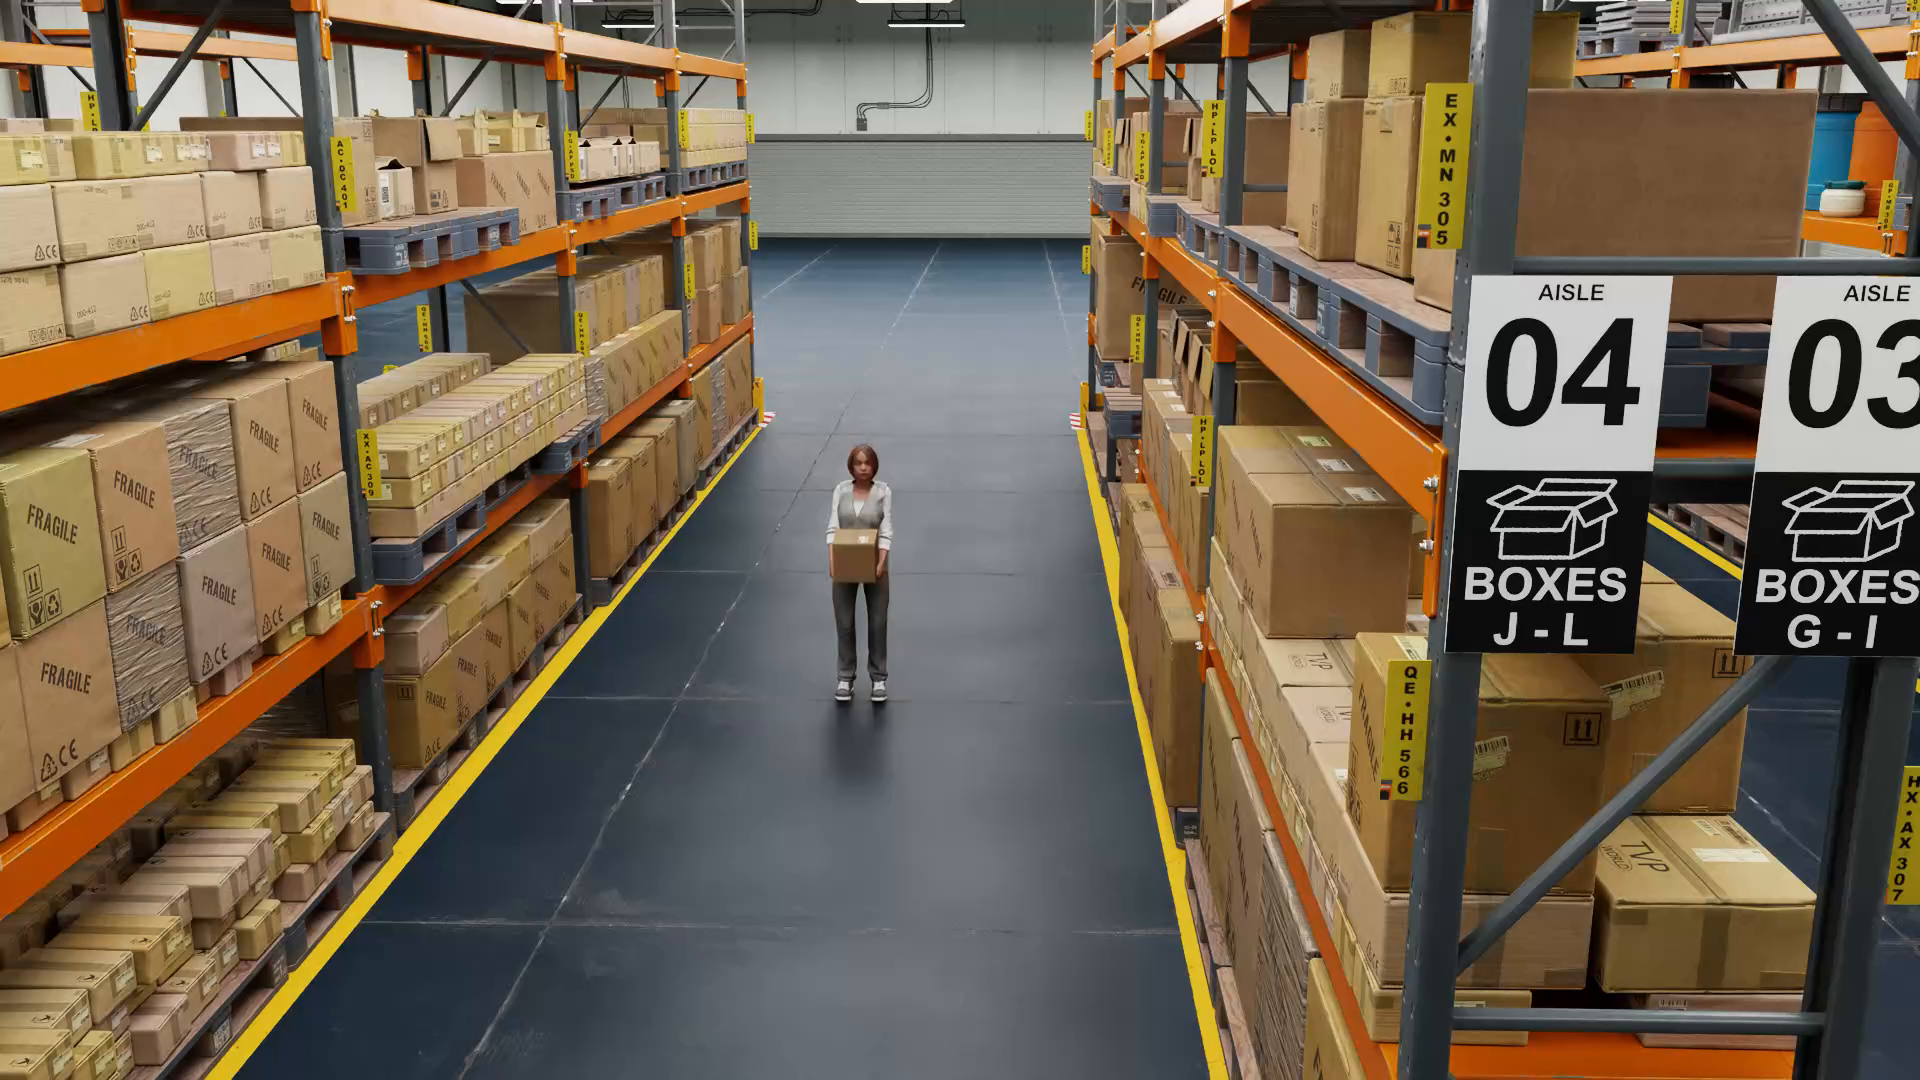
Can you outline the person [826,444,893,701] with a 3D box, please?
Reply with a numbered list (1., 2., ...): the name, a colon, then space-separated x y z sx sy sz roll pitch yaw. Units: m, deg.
1. person: -0.609 0.222 10.157 0.406 1.588 0.500 0 14 2
